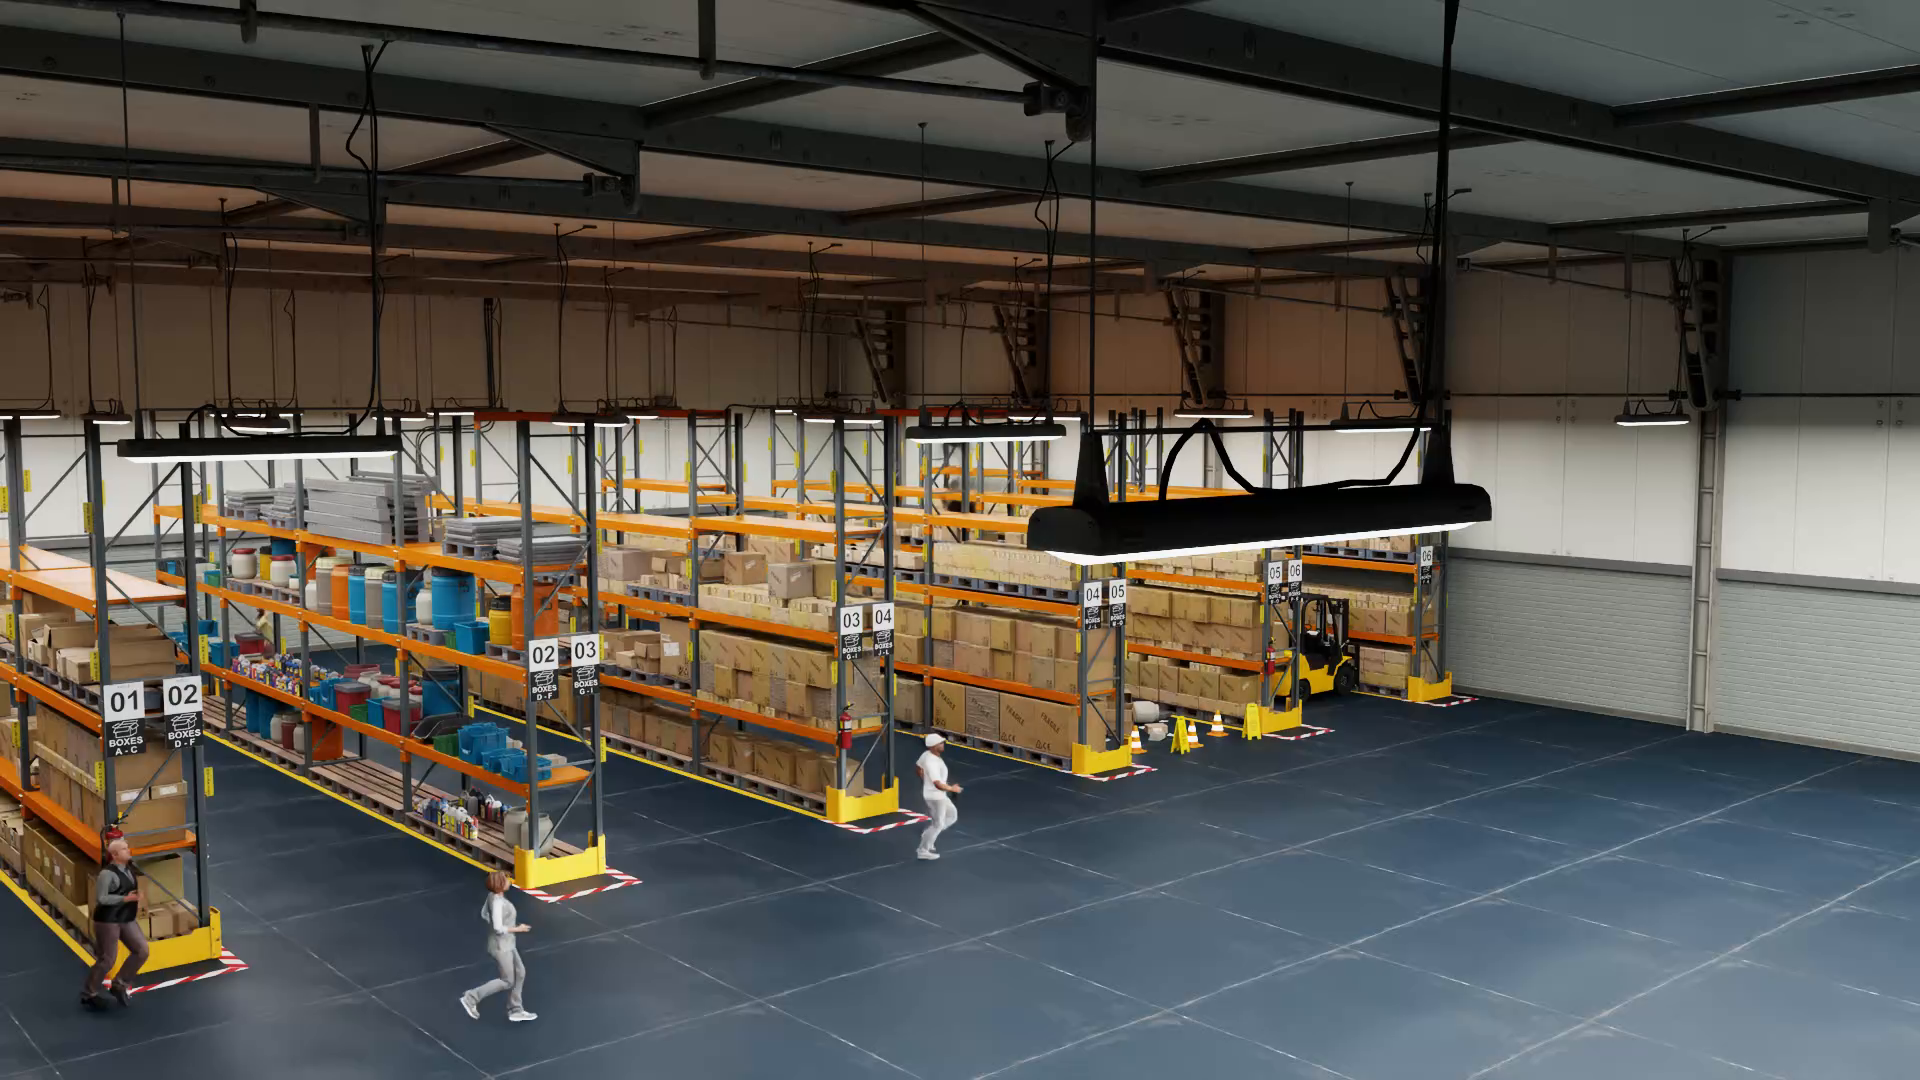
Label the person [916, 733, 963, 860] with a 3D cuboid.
[{"bbox_3d":[-0.287,3.474,22.646,0.635,1.717,0.687,0,5,-5],"label":"person"}]

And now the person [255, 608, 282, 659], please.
[{"bbox_3d":[-15.198,2.307,36.355,0.735,1.725,0.544,-4,6,-39],"label":"person"}]

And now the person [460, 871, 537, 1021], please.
[{"bbox_3d":[-4.642,4.094,16.680,0.739,1.555,0.548,-2,5,-19],"label":"person"}]

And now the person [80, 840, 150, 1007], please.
[{"bbox_3d":[-8.700,3.980,17.229,0.711,1.748,0.659,1,5,6],"label":"person"}]
